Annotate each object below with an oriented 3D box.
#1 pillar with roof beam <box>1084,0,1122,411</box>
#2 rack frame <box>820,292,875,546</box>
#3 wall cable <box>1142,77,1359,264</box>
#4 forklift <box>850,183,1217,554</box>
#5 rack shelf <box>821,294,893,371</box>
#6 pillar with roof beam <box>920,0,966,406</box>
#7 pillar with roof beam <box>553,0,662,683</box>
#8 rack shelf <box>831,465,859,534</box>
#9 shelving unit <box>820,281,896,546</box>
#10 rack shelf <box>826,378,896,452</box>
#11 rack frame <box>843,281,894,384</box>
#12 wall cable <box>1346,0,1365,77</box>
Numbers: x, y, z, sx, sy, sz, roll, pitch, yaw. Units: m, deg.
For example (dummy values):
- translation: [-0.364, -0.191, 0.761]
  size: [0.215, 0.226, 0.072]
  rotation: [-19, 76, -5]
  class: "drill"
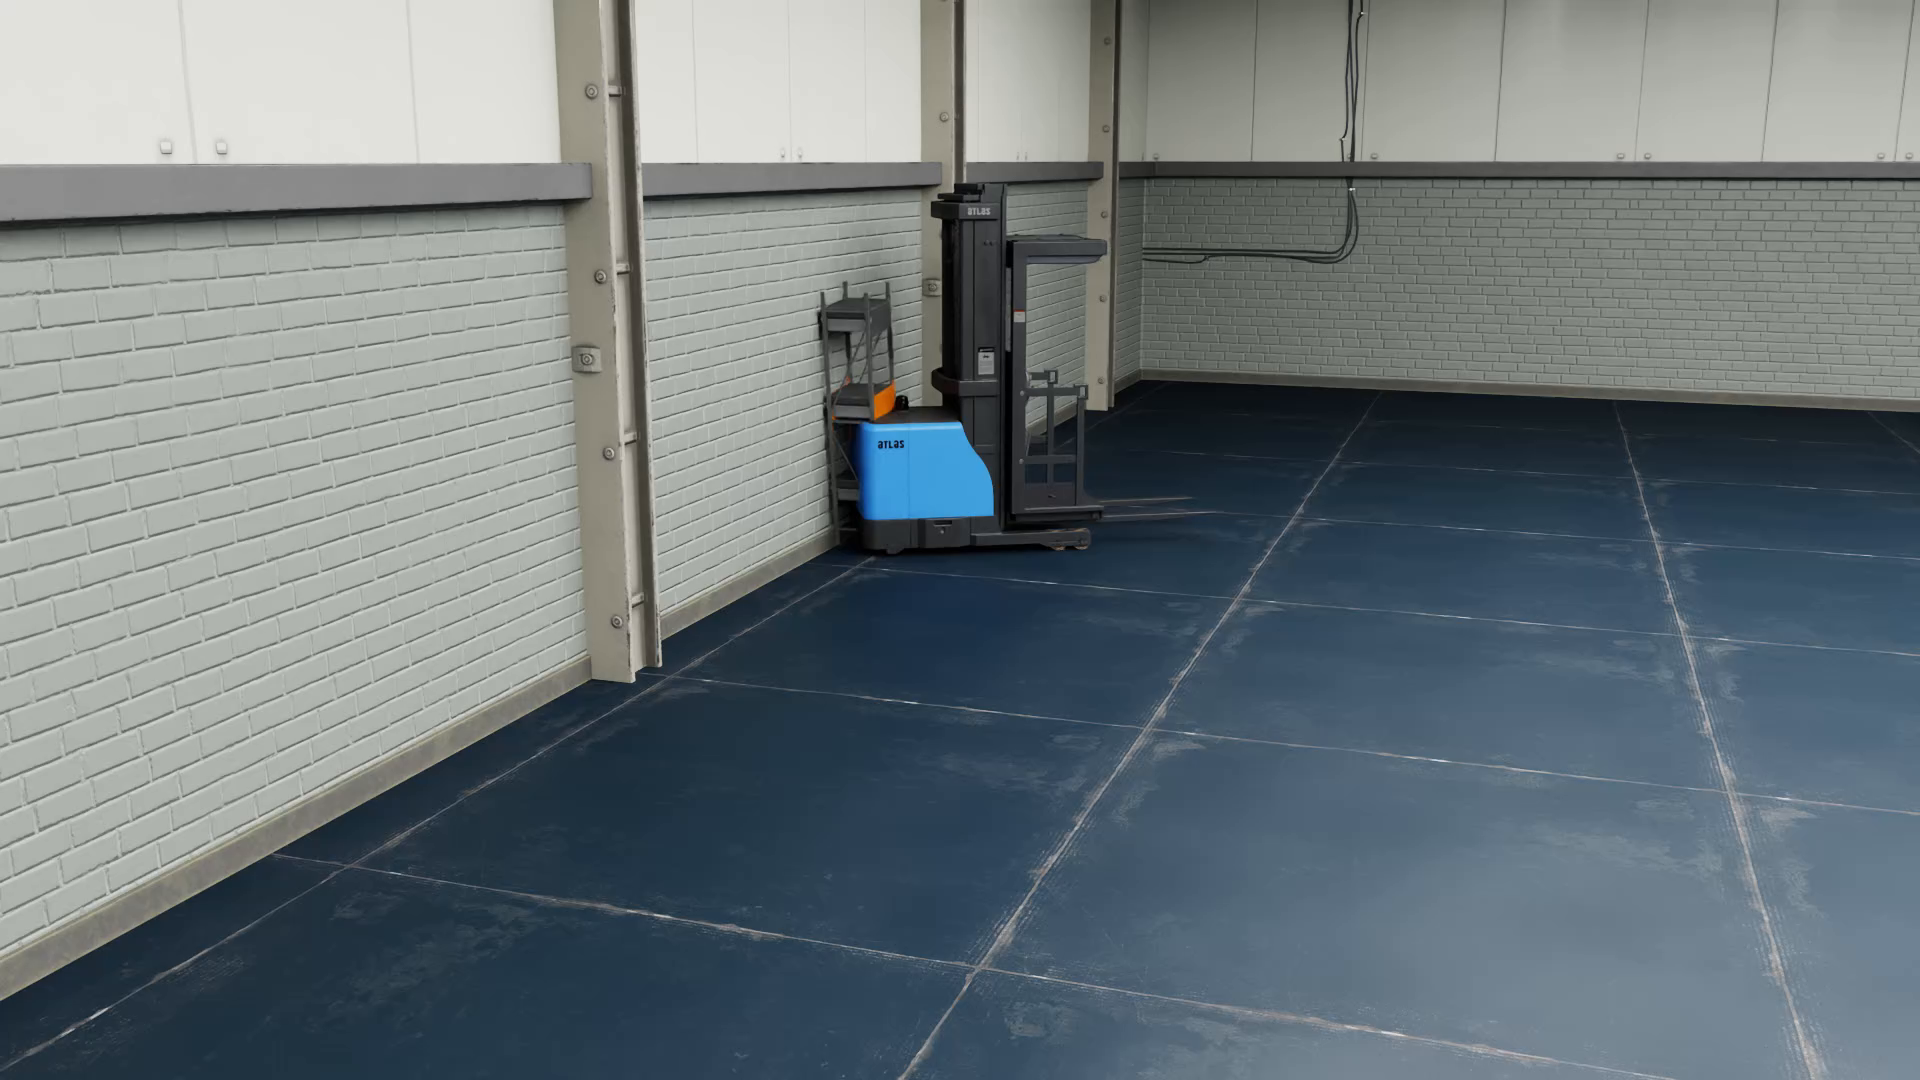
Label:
- translation: [5.865, -5.783, 19.101]
  size: [9.100, 9.000, 0.400]
  rotation: [4, 14, 18]
  class: "pillar with roof beam"
- translation: [-0.871, -0.942, 13.339]
  size: [0.400, 2.100, 0.015]
  rotation: [4, 19, 17]
  class: "rack frame"
- translation: [3.996, -5.104, 23.105]
  size: [3.097, 2.526, 0.112]
  rotation: [4, 14, 18]
  class: "wall cable"
- translation: [0.619, -1.456, 13.779]
  size: [3.031, 2.935, 1.130]
  rotation: [-2, 13, -11]
  class: "forklift"
- translation: [-0.820, -1.669, 13.342]
  size: [0.431, 0.518, 0.480]
  rotation: [4, 19, 17]
  class: "rack shelf"
- translation: [3.924, -4.519, 13.566]
  size: [9.100, 9.000, 0.400]
  rotation: [4, 14, 18]
  class: "pillar with roof beam"
- translation: [1.982, -3.256, 8.031]
  size: [9.100, 9.000, 0.400]
  rotation: [4, 14, 18]
  class: "pillar with roof beam"
- translation: [-0.772, -0.341, 13.783]
  size: [0.431, 0.518, 0.480]
  rotation: [4, 19, 17]
  class: "rack shelf"
- translation: [-0.796, -1.018, 13.558]
  size: [0.431, 2.100, 0.503]
  rotation: [4, 19, 17]
  class: "shelving unit"
- translation: [-0.796, -1.005, 13.563]
  size: [0.431, 0.518, 0.480]
  rotation: [4, 19, 17]
  class: "rack shelf"
- translation: [-0.722, -1.093, 13.778]
  size: [0.400, 2.100, 0.015]
  rotation: [4, 19, 17]
  class: "rack frame"
- translation: [6.556, -7.371, 21.689]
  size: [3.097, 2.526, 0.112]
  rotation: [4, 14, 18]
  class: "wall cable"
